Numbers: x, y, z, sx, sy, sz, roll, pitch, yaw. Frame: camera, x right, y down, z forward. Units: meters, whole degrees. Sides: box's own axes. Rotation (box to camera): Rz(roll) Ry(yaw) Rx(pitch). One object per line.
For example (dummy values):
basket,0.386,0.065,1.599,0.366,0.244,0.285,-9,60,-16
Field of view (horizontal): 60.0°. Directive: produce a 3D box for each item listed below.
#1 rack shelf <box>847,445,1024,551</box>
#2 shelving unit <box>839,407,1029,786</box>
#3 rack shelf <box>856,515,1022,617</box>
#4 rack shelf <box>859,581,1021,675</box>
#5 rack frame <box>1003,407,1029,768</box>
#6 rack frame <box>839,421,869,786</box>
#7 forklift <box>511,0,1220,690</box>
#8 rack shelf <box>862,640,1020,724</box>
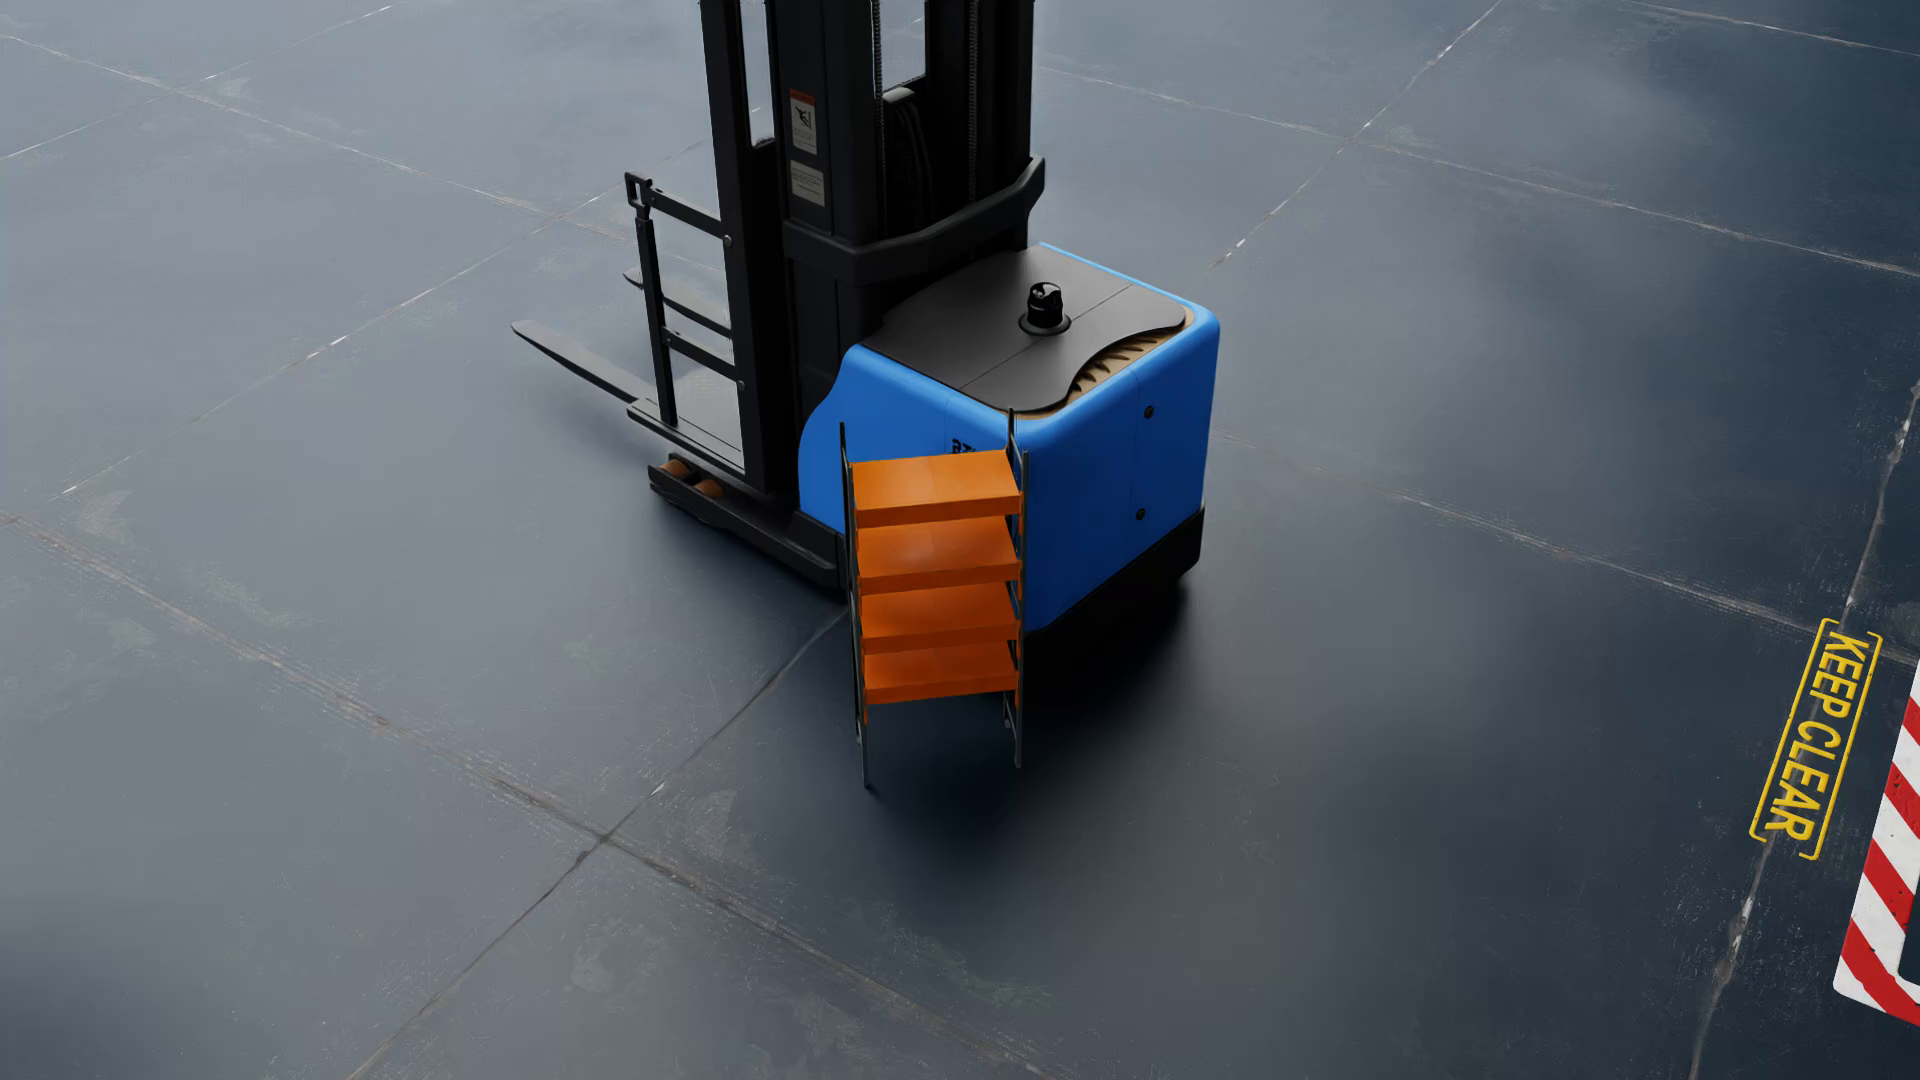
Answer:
rack shelf,-0.076,-0.122,4.777,0.480,0.148,0.258,-5,36,-7
shelving unit,-0.075,0.195,5.008,0.503,1.200,0.258,-5,36,-7
rack shelf,-0.075,0.069,4.916,0.480,0.148,0.258,-5,36,-7
rack shelf,-0.075,0.249,5.048,0.480,0.148,0.258,-5,36,-7
rack frame,0.166,0.172,5.038,0.015,1.200,0.240,-5,36,-7
rack frame,-0.316,0.218,4.978,0.015,1.200,0.240,-5,36,-7
forklift,-0.562,-1.437,5.713,3.031,2.935,1.130,29,46,32
rack shelf,-0.074,0.410,5.165,0.480,0.148,0.258,-5,36,-7
